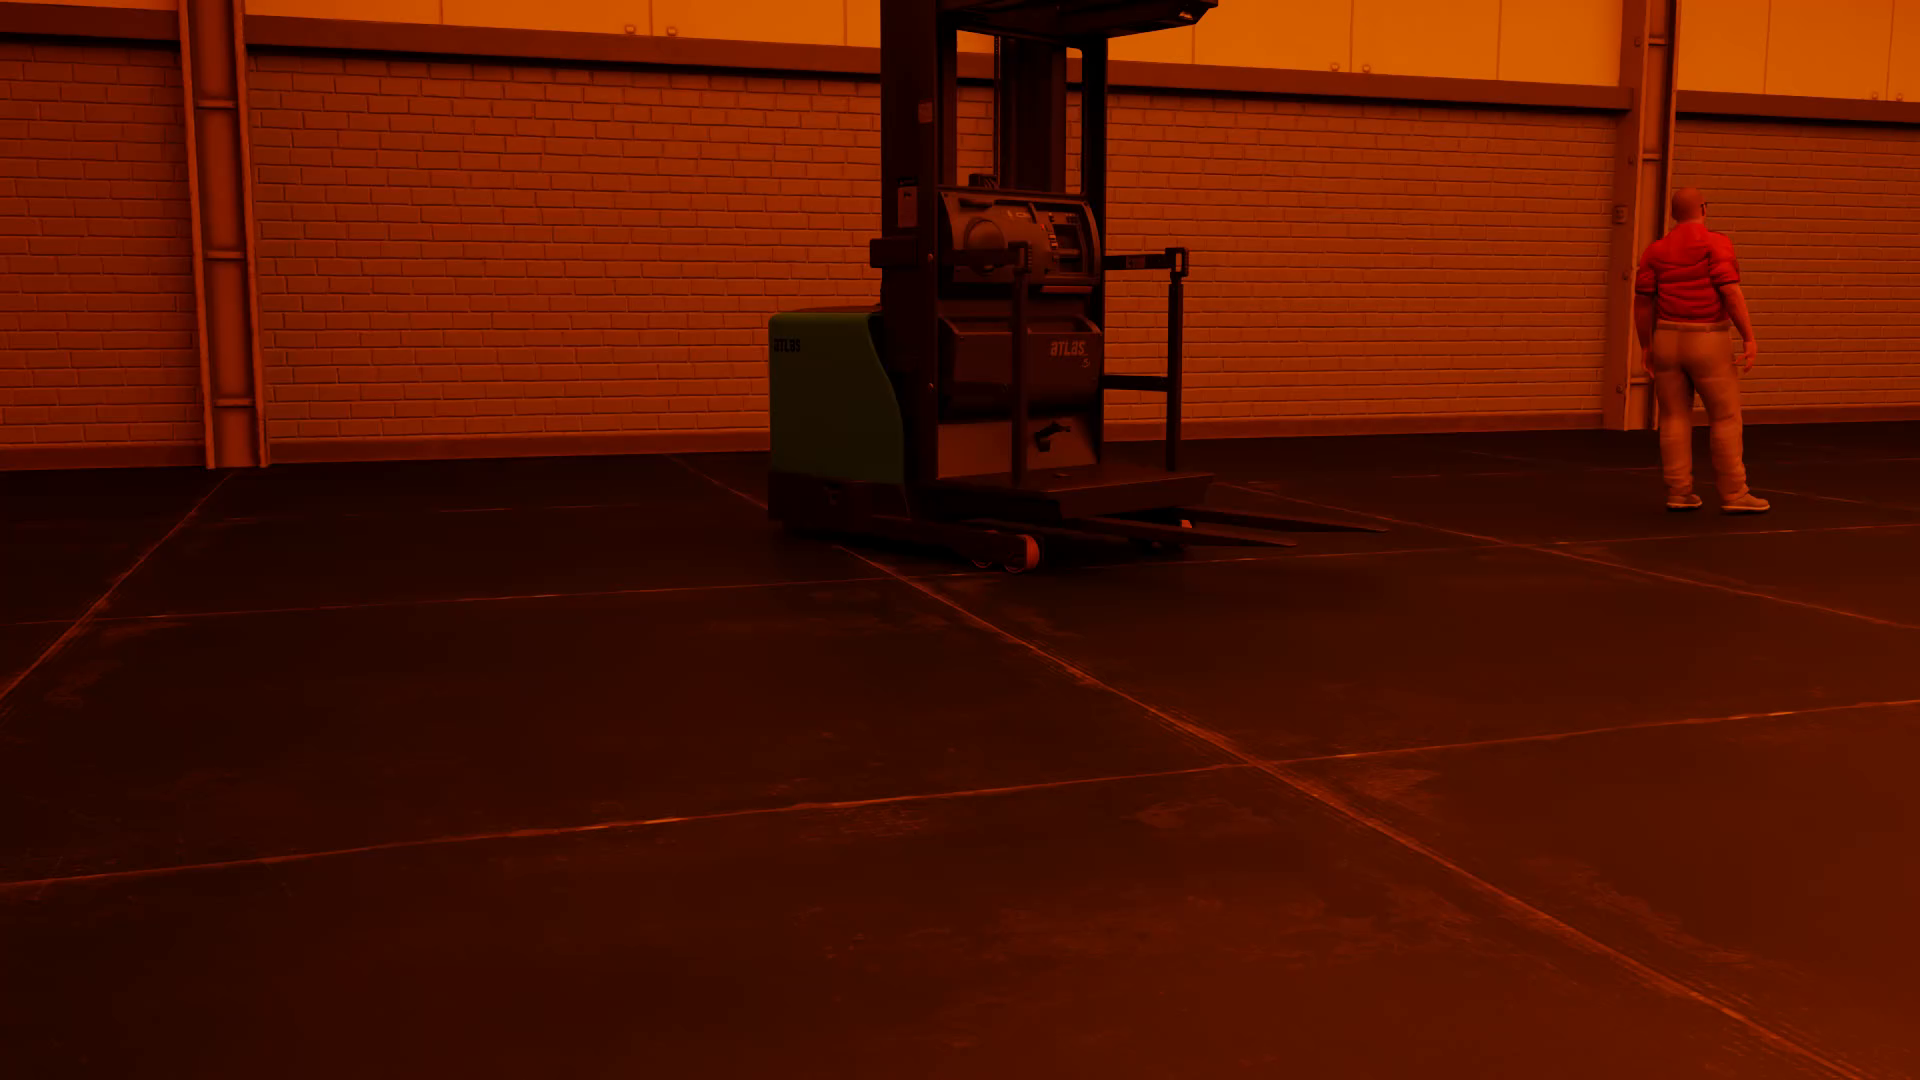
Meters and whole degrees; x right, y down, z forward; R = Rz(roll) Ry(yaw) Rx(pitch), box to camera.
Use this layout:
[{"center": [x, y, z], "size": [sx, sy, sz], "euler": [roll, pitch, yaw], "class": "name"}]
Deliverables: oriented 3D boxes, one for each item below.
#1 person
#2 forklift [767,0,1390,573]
[{"center": [4.015, -1.025, 8.996], "size": [0.551, 1.727, 0.640], "euler": [-6, 10, -39], "class": "person"}, {"center": [0.425, -1.391, 7.273], "size": [1.130, 2.935, 3.031], "euler": [-7, 11, -42], "class": "forklift"}]
